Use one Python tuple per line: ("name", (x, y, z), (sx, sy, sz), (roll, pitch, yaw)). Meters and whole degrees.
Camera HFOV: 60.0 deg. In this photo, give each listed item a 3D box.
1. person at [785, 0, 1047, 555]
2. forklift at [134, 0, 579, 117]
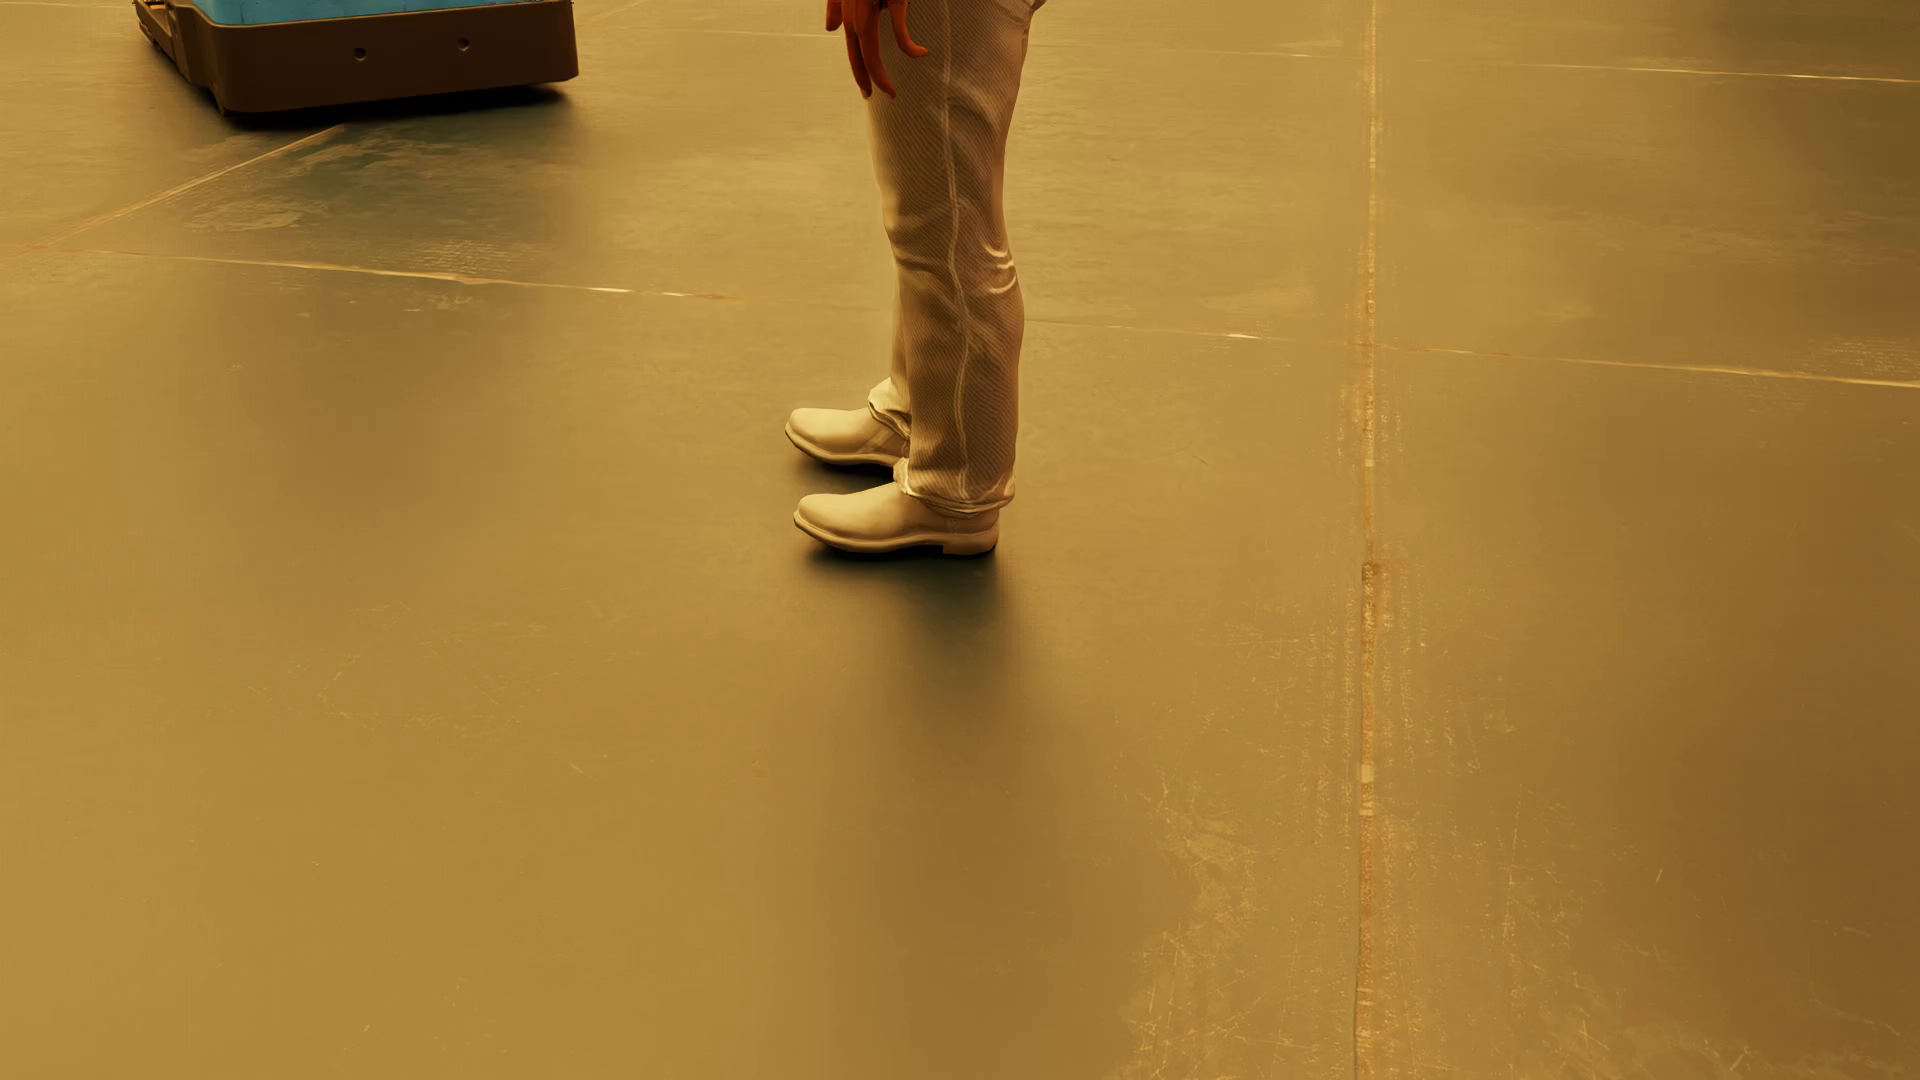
("person", (-0.067, -0.804, 2.117), (0.575, 1.768, 0.666), (6, 27, 11))
("forklift", (-2.381, -3.159, 5.508), (1.130, 2.935, 3.031), (-15, 30, -27))
